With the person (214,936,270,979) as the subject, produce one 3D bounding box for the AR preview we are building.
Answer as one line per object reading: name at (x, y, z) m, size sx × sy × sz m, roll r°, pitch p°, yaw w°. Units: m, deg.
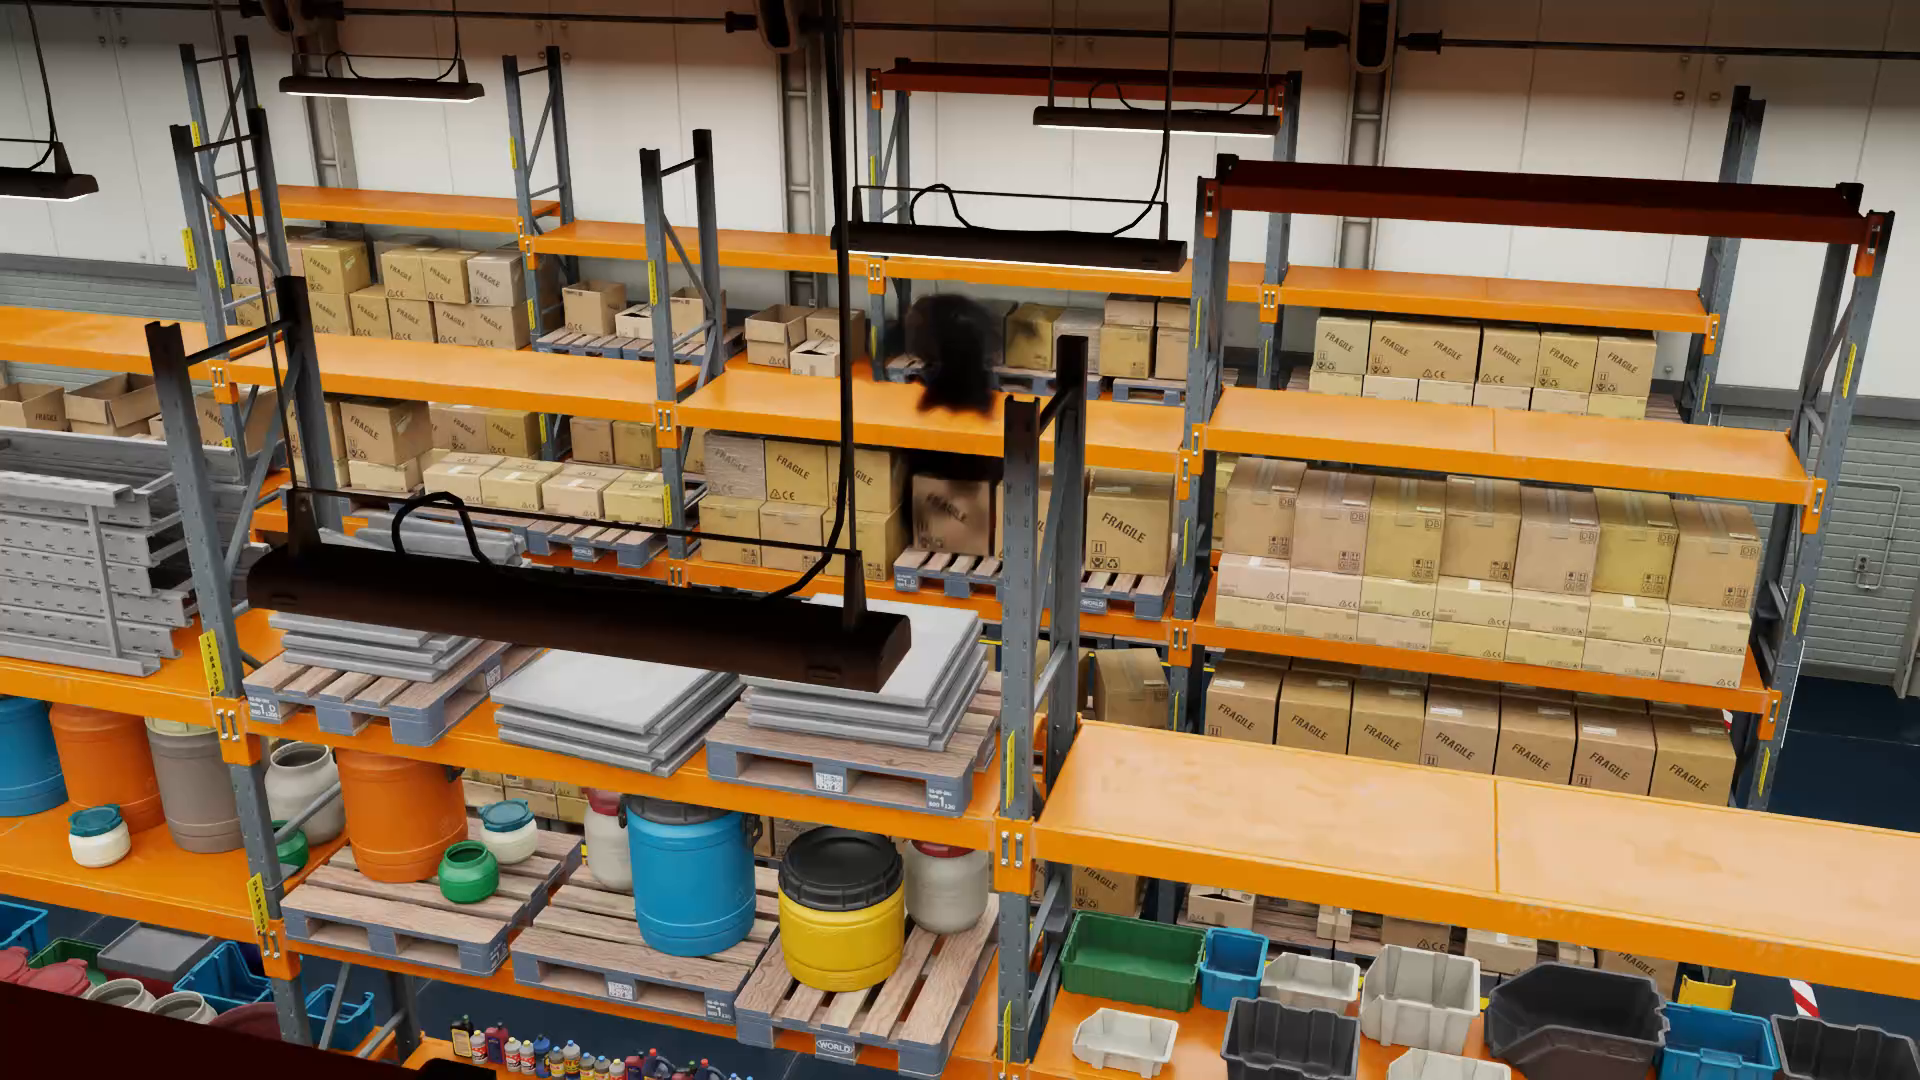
person at (-4.873, 2.937, 11.772) m, size 0.994 × 1.478 × 0.614 m, roll 14°, pitch 26°, yaw 29°
